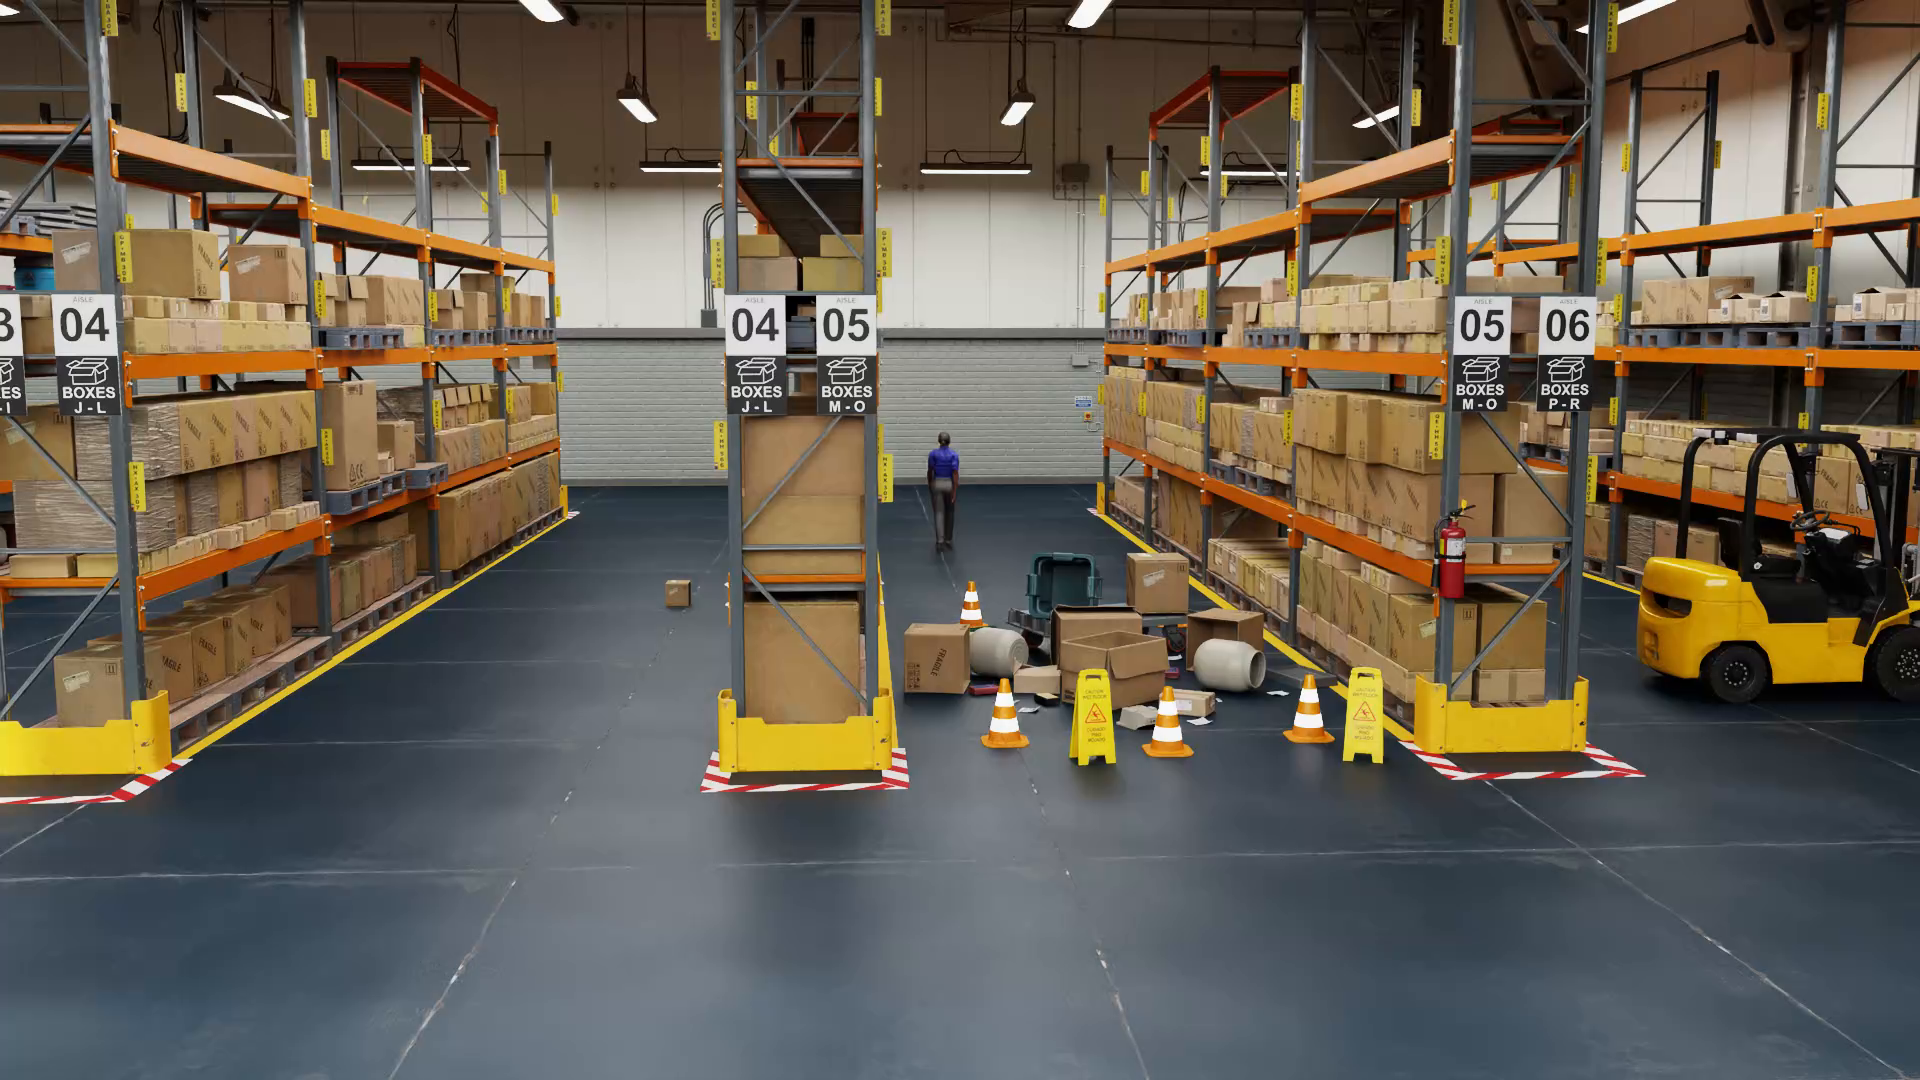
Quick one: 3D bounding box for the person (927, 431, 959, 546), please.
[{"bbox_3d":[-0.236,-0.717,23.141,0.436,1.599,1.000,0,7,-4],"label":"person"}]
